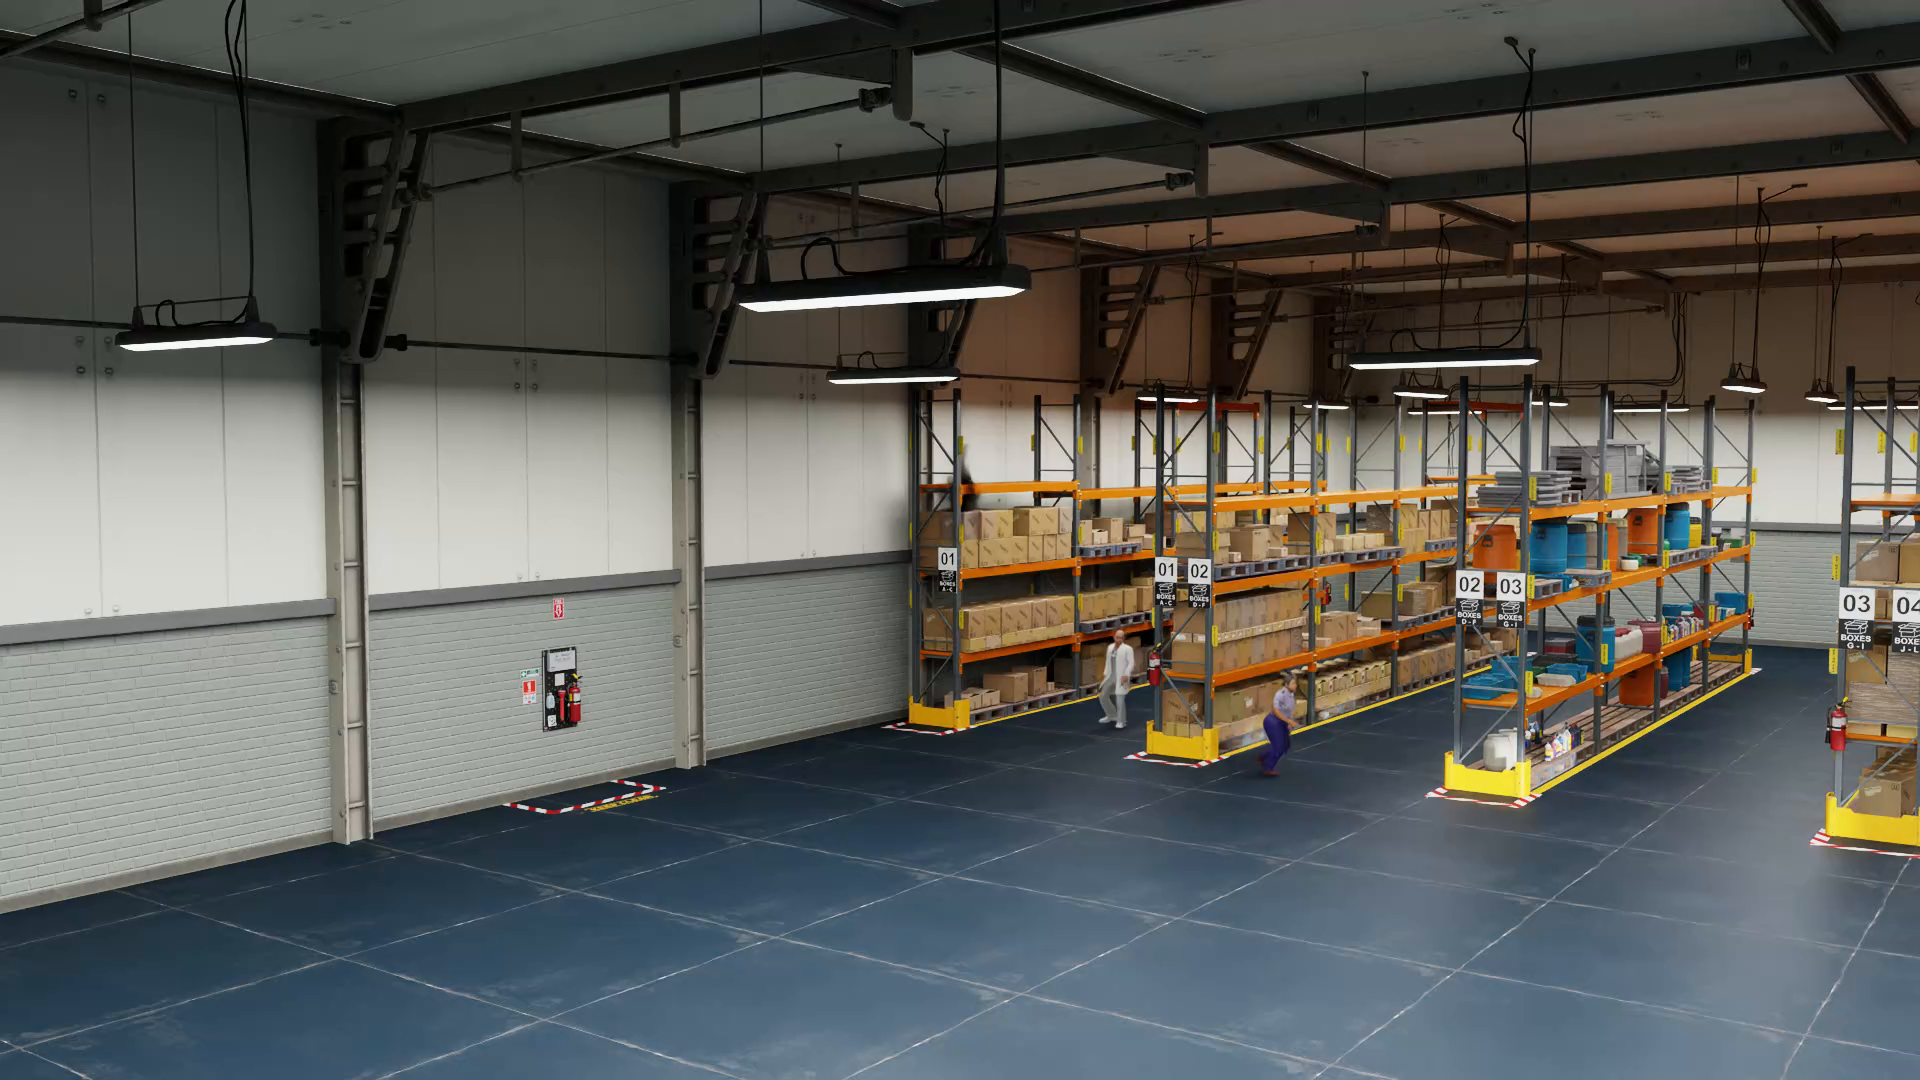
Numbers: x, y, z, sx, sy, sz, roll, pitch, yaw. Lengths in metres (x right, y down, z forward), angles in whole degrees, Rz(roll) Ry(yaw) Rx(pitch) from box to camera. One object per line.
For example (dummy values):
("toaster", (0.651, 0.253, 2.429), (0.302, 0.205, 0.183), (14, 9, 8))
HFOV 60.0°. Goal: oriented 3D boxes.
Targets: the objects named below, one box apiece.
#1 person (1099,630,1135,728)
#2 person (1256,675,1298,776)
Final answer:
("person", (2.724, 2.559, 29.343), (0.824, 1.535, 0.608), (3, 4, 39))
("person", (4.798, 2.797, 25.188), (0.717, 1.543, 0.579), (2, 4, 32))
